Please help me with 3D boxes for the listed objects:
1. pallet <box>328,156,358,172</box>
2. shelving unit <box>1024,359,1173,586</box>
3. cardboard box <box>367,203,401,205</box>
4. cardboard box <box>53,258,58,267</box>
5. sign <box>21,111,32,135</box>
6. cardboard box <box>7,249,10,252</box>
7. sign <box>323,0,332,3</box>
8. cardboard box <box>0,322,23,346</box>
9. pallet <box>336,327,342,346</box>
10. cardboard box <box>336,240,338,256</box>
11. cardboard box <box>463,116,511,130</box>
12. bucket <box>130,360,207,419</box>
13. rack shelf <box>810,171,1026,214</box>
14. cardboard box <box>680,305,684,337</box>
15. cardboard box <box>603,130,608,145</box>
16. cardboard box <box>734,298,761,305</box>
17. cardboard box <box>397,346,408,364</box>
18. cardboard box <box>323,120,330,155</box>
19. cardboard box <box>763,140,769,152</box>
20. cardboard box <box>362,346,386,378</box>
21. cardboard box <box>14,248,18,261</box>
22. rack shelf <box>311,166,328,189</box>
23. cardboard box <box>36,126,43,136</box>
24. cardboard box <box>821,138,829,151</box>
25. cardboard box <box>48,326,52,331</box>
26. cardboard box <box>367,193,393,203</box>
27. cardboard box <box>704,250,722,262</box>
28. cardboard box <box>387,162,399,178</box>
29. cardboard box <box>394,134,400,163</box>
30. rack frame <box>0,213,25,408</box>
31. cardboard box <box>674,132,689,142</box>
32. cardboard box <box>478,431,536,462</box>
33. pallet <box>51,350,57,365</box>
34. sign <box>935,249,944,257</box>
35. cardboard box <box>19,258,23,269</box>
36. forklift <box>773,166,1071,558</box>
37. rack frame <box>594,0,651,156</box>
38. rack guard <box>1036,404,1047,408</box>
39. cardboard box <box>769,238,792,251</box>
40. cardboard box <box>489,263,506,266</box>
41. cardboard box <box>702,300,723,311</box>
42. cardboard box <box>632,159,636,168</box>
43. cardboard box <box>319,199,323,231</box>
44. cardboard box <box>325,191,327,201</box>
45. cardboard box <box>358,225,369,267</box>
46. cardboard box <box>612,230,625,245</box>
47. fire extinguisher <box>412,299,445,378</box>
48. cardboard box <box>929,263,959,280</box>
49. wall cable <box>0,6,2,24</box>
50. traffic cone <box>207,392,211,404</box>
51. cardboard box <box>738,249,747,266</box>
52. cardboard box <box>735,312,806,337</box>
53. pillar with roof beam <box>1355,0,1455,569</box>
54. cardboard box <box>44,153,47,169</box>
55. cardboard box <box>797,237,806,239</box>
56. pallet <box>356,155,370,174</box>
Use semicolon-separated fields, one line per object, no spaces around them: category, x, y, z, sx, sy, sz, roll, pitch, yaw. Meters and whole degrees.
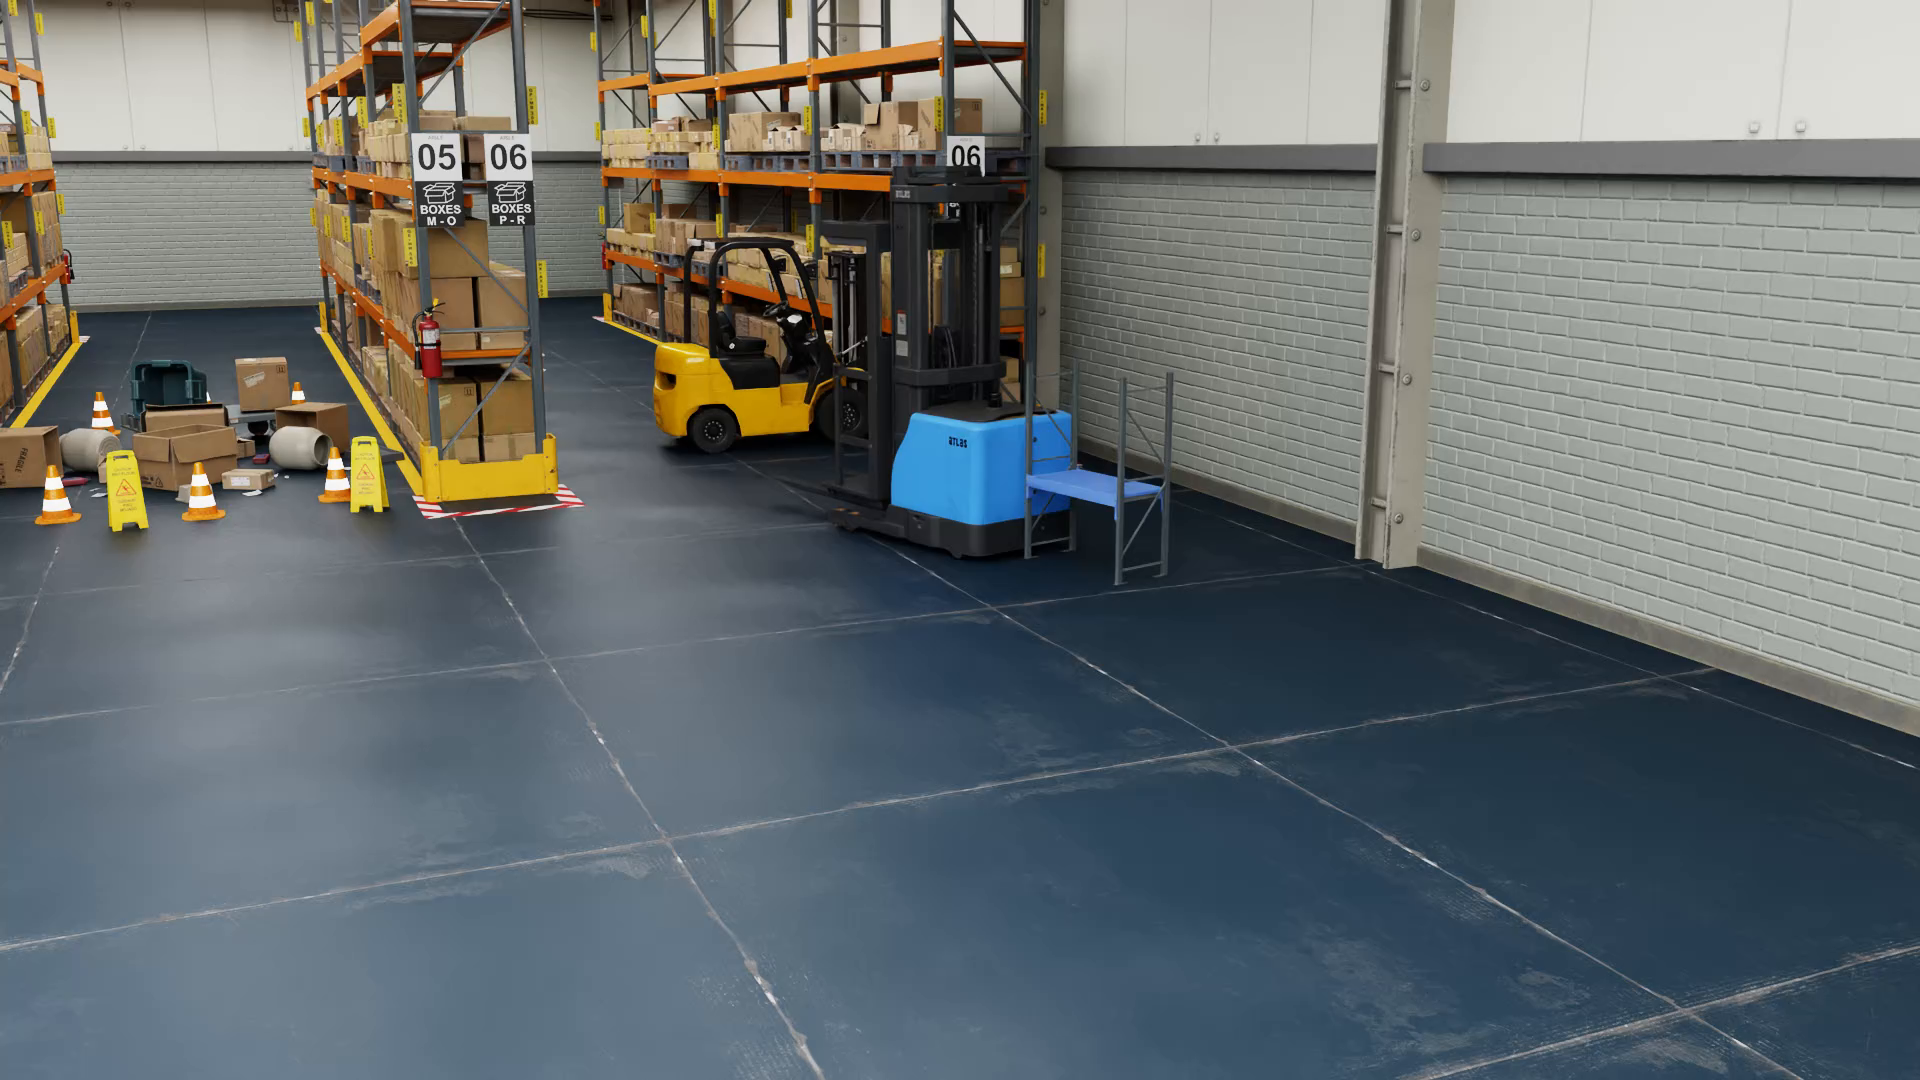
pallet;-7.757;-5.014;22.149;1.213;0.211;1.003;-5;14;-20
shelving unit;1.011;-0.529;12.329;0.538;1.500;1.048;-10;16;-37
cardboard box;-8.644;-4.809;25.058;0.500;0.500;0.500;-5;14;-21
cardboard box;-14.457;-4.381;26.206;0.380;0.149;0.250;-5;14;-21
sign;-13.041;-5.831;23.239;0.100;0.325;0.005;-6;14;-23
cardboard box;-12.373;-3.751;21.229;0.380;0.149;0.250;-5;14;-20
sign;-7.957;-6.921;20.892;0.100;0.325;0.005;-6;14;-23
cardboard box;-12.000;-2.565;20.750;0.500;0.250;0.500;-6;14;-26
pallet;-9.778;-3.401;27.597;1.003;0.211;1.213;-6;14;-23
cardboard box;-8.900;-4.292;24.486;0.500;0.250;0.500;-5;14;-22
cardboard box;-4.201;-3.683;14.768;0.380;0.149;0.250;-6;14;-23
bucket;-8.176;-1.548;17.295;0.726;0.611;0.620;-1;3;-4
rack shelf;-0.500;-3.837;18.239;1.077;0.370;4.000;-6;14;-23
cardboard box;-4.100;-3.446;26.219;0.500;0.500;0.500;-6;14;-25
cardboard box;-6.161;-7.281;30.088;0.500;0.250;0.500;-6;14;-24
cardboard box;-3.255;-3.620;25.532;0.380;0.149;0.250;-6;14;-24
cardboard box;-5.546;-1.898;16.982;0.380;0.149;0.250;-5;14;-20
cardboard box;-8.965;-5.849;24.186;0.500;0.500;0.500;-6;14;-24
cardboard box;-2.329;-5.091;21.465;0.380;0.149;0.250;-6;14;-24
cardboard box;-7.233;-2.323;21.653;0.950;0.372;0.625;-7;15;-27
cardboard box;-12.676;-3.766;21.955;0.380;0.149;0.250;-6;14;-23
rack shelf;-9.854;-5.867;27.011;1.077;0.370;4.000;-6;14;-23
cardboard box;-14.430;-6.328;25.746;0.380;0.149;0.250;-5;14;-22
cardboard box;-1.400;-4.612;19.394;0.380;0.149;0.250;-5;14;-22
cardboard box;-13.908;-3.146;25.041;0.380;0.149;0.250;-5;14;-20
cardboard box;-8.941;-5.284;25.669;0.380;0.149;0.250;-6;14;-24
cardboard box;-3.518;-4.149;24.270;0.380;0.149;0.250;-5;14;-22
cardboard box;-5.301;-3.565;16.024;0.380;0.149;0.250;-6;14;-24
cardboard box;-4.886;-3.584;15.222;0.500;0.250;0.500;-6;14;-24
rack frame;-11.945;-3.049;19.890;1.000;3.000;0.127;-6;14;-23
cardboard box;-4.118;-6.115;25.231;0.380;0.149;0.250;-6;14;-23
cardboard box;-4.315;-0.920;15.861;0.500;0.250;0.500;-6;14;-23
pallet;-13.849;-2.652;24.361;1.003;0.211;1.213;-6;14;-23
sign;-0.202;-2.946;16.354;0.100;0.325;0.005;-6;14;-23
cardboard box;-12.904;-3.736;22.486;0.380;0.149;0.250;-6;15;-26
forklift;-0.444;-1.561;13.614;1.130;2.935;3.031;-11;17;-39
rack frame;-6.108;-8.541;30.317;1.000;3.000;0.127;-6;14;-23
rack guard;0.310;-1.090;16.971;1.175;0.500;0.348;-6;14;-23
cardboard box;-2.358;-3.864;21.751;0.380;0.149;0.250;-6;14;-24
cardboard box;-4.808;-2.497;16.623;0.500;0.500;0.500;-6;14;-24
cardboard box;-3.701;-3.570;25.315;0.380;0.149;0.250;-6;14;-24
cardboard box;-5.397;-6.446;28.475;0.380;0.149;0.250;-5;14;-22
cardboard box;-10.297;-5.369;27.475;0.500;0.500;0.500;-6;14;-23
cardboard box;-10.034;-5.549;26.816;0.380;0.149;0.250;-6;14;-23
cardboard box;-7.267;-3.694;20.865;0.500;0.500;0.500;-5;14;-20
cardboard box;-5.971;-5.468;30.017;0.500;0.250;0.500;-5;14;-22
fire extinguisher;-4.622;-1.761;14.497;0.296;0.674;0.183;-6;14;-23
cardboard box;-0.095;-2.724;16.827;0.380;0.149;0.250;-5;14;-22
wall cable;-18.842;-10.244;30.539;2.277;5.999;0.120;-6;14;-23
traffic cone;-8.660;-1.554;19.056;0.336;0.463;0.334;-6;14;-23
cardboard box;-2.750;-3.919;22.874;0.500;0.250;0.500;-5;14;-21
cardboard box;-2.666;-2.883;23.511;0.875;0.625;0.625;-5;14;-21
pillar with roof beam;-0.693;-3.832;9.972;9.100;9.000;0.400;-6;14;-23
cardboard box;-14.328;-5.811;25.507;0.500;0.250;0.500;-5;14;-21
cardboard box;-1.955;-3.966;22.194;0.380;0.149;0.250;-5;14;-21
pallet;-6.416;-4.411;19.541;1.213;0.211;1.003;-6;14;-23
